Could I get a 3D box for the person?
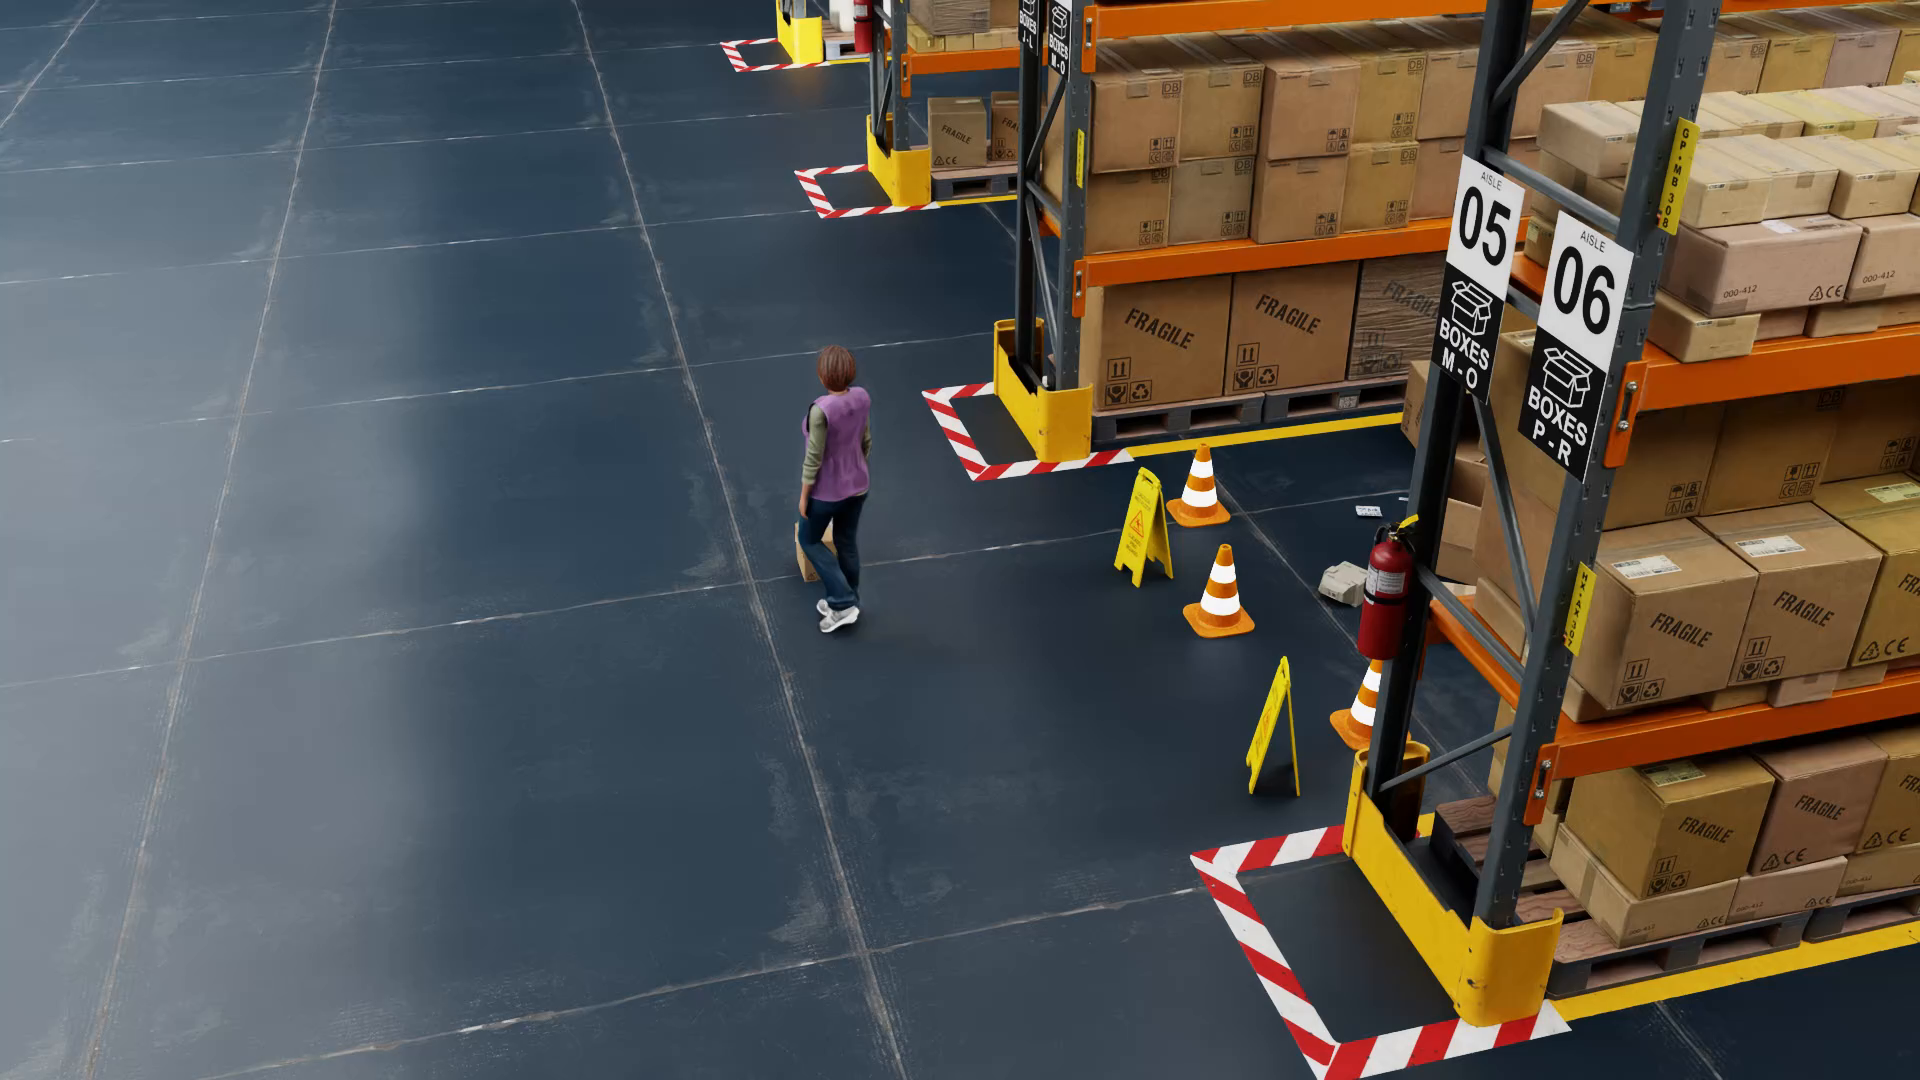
[{"bbox_3d":[-0.635,-0.245,8.647,0.441,1.592,0.360,-26,39,-36],"label":"person"}]
